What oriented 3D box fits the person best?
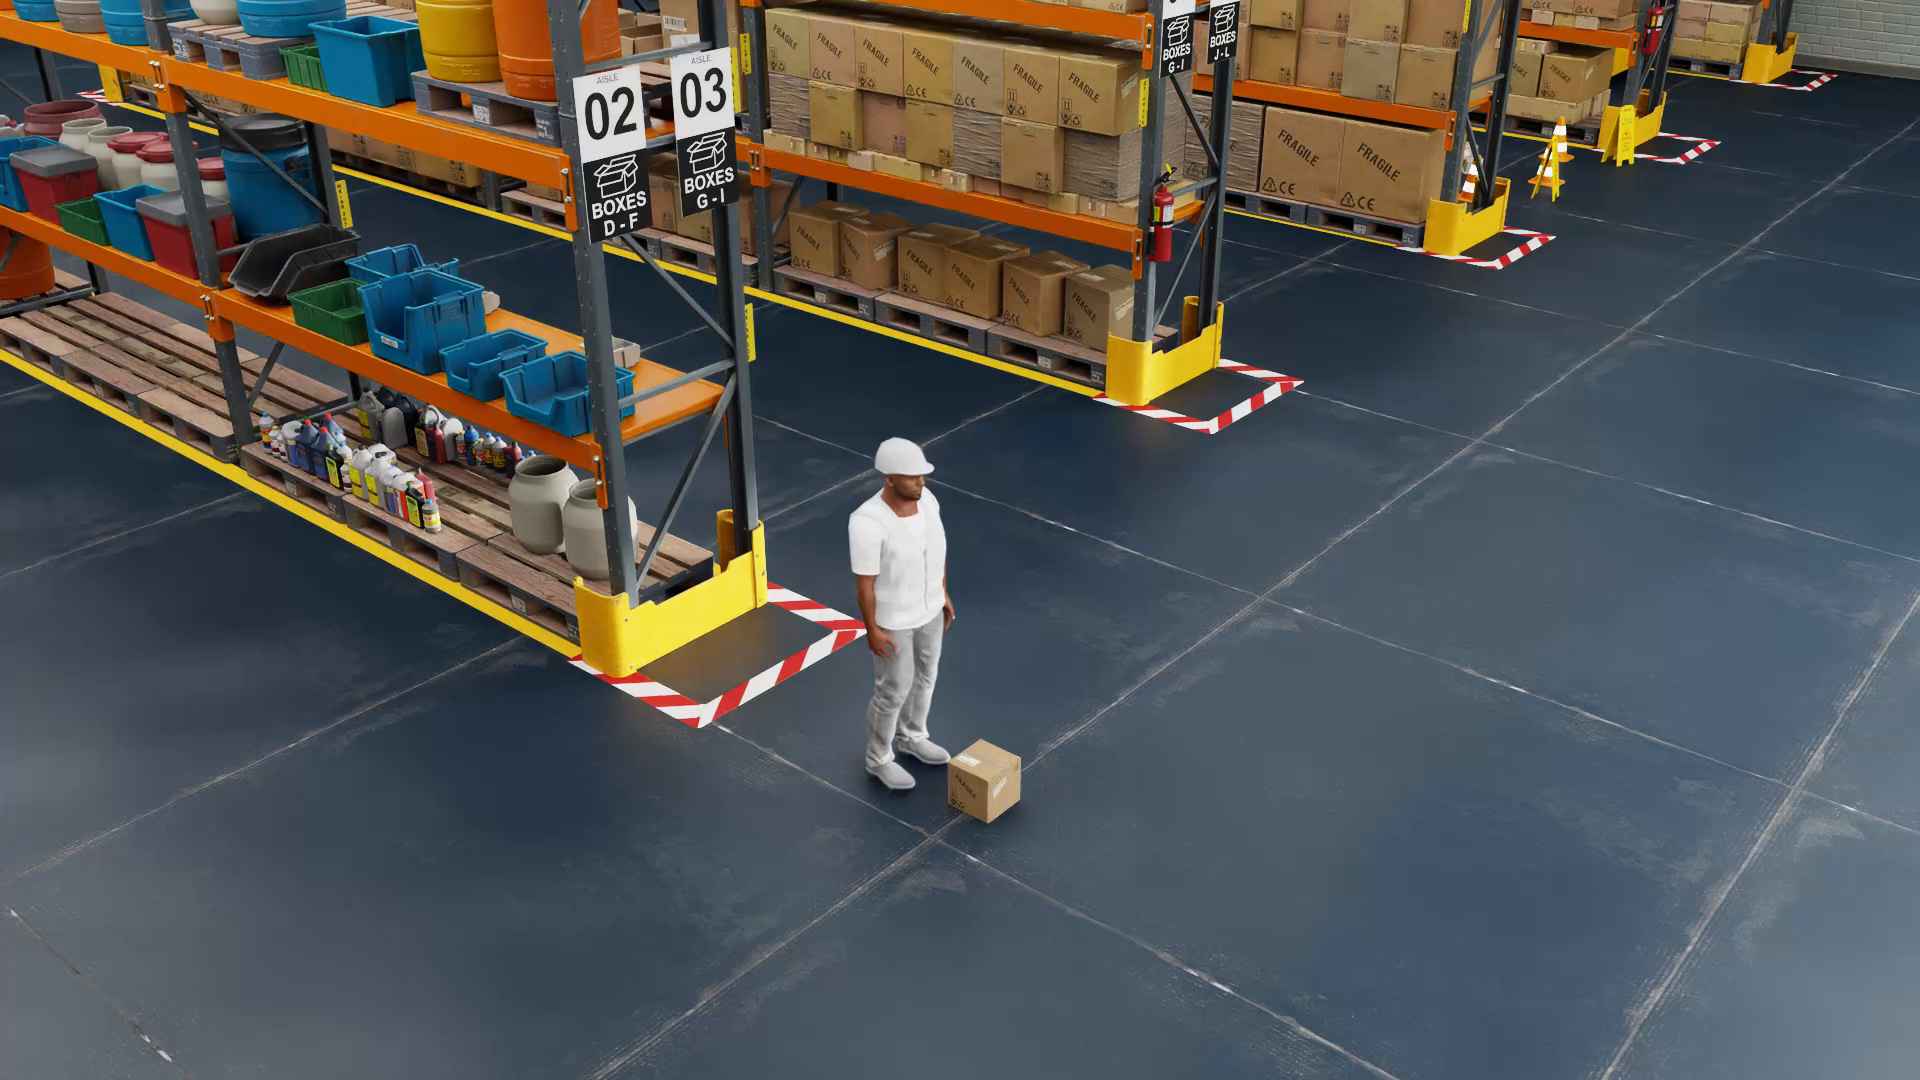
[{"bbox_3d":[-0.260,0.339,7.938,0.358,1.761,0.563,22,34,36],"label":"person"}]
